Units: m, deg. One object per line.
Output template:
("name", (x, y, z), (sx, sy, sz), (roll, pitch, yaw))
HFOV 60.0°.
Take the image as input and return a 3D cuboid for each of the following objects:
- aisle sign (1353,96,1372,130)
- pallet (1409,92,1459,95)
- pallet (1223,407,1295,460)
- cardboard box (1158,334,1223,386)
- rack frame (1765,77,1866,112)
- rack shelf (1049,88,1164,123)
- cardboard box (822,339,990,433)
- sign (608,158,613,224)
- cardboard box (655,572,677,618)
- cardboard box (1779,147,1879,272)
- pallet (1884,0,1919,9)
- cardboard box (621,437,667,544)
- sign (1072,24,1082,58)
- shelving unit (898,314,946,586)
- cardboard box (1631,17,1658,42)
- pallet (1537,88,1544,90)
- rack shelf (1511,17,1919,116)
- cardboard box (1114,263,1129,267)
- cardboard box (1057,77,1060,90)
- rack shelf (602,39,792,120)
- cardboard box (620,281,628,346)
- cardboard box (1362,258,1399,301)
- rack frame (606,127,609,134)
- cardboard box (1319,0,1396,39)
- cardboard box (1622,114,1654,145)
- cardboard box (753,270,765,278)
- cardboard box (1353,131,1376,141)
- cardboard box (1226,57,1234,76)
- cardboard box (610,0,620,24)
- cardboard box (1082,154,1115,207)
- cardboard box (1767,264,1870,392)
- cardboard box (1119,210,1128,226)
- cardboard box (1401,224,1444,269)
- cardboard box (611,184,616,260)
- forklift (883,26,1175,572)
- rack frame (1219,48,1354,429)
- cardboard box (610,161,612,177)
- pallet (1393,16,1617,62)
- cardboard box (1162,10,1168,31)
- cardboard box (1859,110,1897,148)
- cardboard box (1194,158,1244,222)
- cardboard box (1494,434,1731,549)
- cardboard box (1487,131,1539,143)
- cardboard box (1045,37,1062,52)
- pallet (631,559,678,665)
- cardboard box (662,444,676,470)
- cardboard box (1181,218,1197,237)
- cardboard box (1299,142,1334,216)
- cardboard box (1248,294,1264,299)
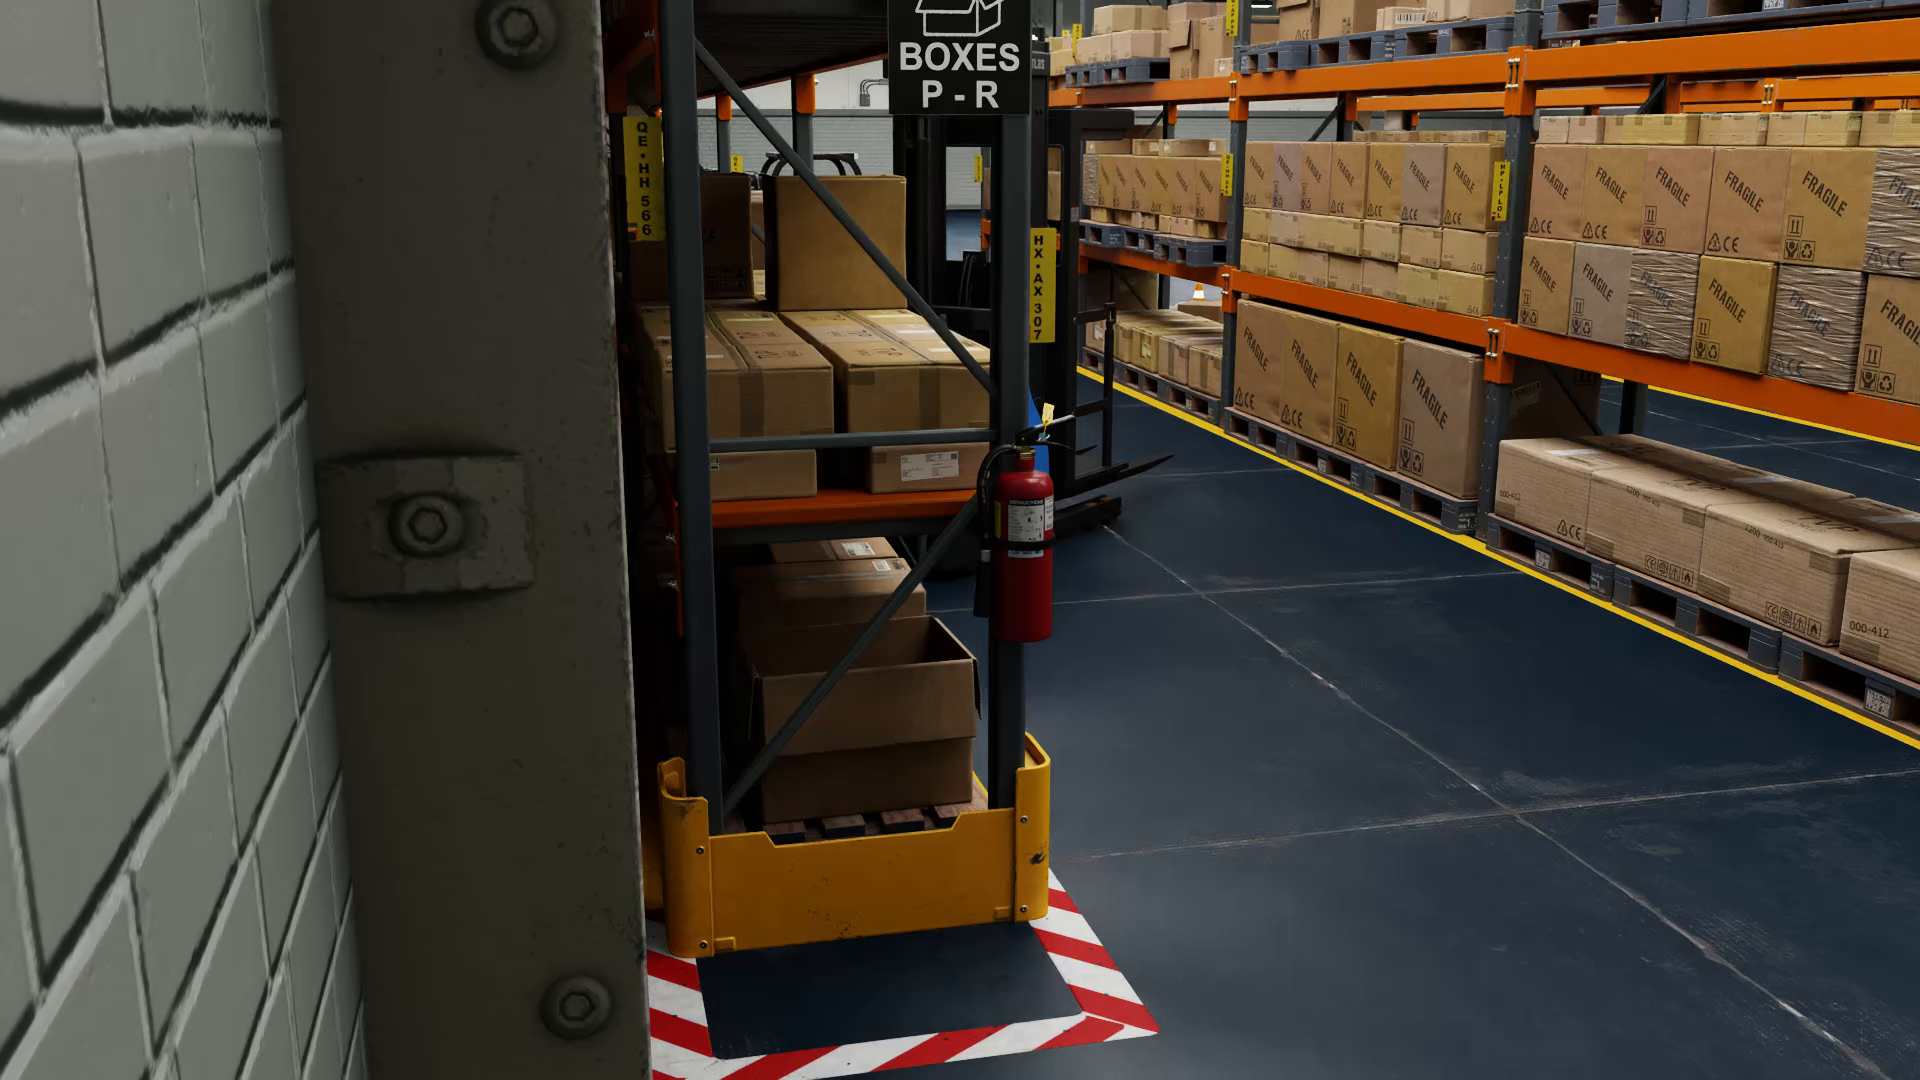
("aisle sign", (5.244, -5.808, 21.902), (0.394, 0.787, 0.004), (-3, 14, -13))
("pallet", (5.736, -5.789, 21.169), (1.003, 0.211, 1.213), (-3, 14, -13))
("pallet", (2.755, -0.860, 13.003), (1.003, 0.211, 1.213), (-3, 14, -13))
("cardboard box", (2.339, -1.629, 14.926), (0.950, 0.372, 0.625), (-4, 14, -14))
("rack frame", (7.431, -2.700, 14.658), (1.000, 3.000, 0.127), (-3, 14, -13))
("rack shelf", (1.234, -4.893, 18.829), (1.077, 0.370, 4.000), (-3, 14, -13))
("cardboard box", (-0.147, -0.469, 5.216), (0.500, 0.250, 0.500), (-3, 14, -13))
("sign", (-1.780, -1.731, 8.253), (0.100, 0.325, 0.005), (-3, 14, -13))
("cardboard box", (-1.214, 0.246, 7.722), (0.380, 0.149, 0.250), (-3, 14, -14))
("cardboard box", (3.913, -1.421, 7.104), (0.500, 0.500, 0.500), (-3, 14, -13))
("pallet", (4.337, -2.140, 6.232), (1.003, 0.211, 1.213), (-3, 14, -13))
("cardboard box", (-1.644, -0.287, 9.164), (0.500, 0.500, 0.500), (-3, 14, -13))
("sign", (1.178, -5.000, 16.662), (0.100, 0.325, 0.005), (-3, 14, -13))
("shelving unit", (-0.452, -0.486, 8.617), (0.431, 1.500, 0.755), (-1, 17, -21))
("cardboard box", (6.750, -4.844, 15.806), (0.500, 0.500, 0.500), (-3, 14, -13))
("pallet", (6.309, -5.226, 18.865), (1.003, 0.211, 1.213), (-3, 14, -13))
("rack shelf", (4.052, -2.124, 7.497), (1.077, 0.370, 4.000), (-3, 14, -13))
("cardboard box", (1.856, -3.055, 18.072), (0.380, 0.149, 0.250), (-3, 14, -12))
("cardboard box", (1.262, -4.896, 17.858), (0.380, 0.149, 0.250), (-4, 14, -15))
("rack shelf", (-1.711, -2.770, 10.138), (1.077, 0.370, 4.000), (-3, 14, -13))
("cardboard box", (-1.263, -1.028, 7.502), (0.500, 0.250, 0.500), (-3, 14, -14))
("cardboard box", (3.014, -1.730, 11.002), (0.500, 0.250, 0.500), (-4, 14, -15))
("rack frame", (-3.120, -3.046, 16.075), (1.000, 3.000, 0.127), (-3, 14, -13))
("cardboard box", (3.060, -3.893, 12.124), (0.700, 0.500, 0.500), (-4, 14, -16))
("cardboard box", (3.580, -2.065, 8.373), (0.380, 0.149, 0.250), (-3, 14, -14))
("cardboard box", (-0.885, -1.168, 8.078), (0.500, 0.250, 0.500), (-3, 14, -12))
("cardboard box", (5.602, -5.055, 21.707), (0.875, 0.550, 0.550), (-3, 14, -13))
("cardboard box", (2.365, -3.797, 13.357), (0.380, 0.149, 0.250), (-3, 14, -13))
("cardboard box", (-1.240, -2.205, 6.842), (0.380, 0.149, 0.250), (-3, 14, -14))
("cardboard box", (1.535, -3.597, 16.605), (0.500, 0.500, 0.500), (-3, 14, -12))
("cardboard box", (3.918, -0.935, 7.224), (0.500, 0.500, 0.500), (-3, 14, -12))
("cardboard box", (1.737, -3.080, 15.856), (0.380, 0.149, 0.250), (-3, 14, -12))
("cardboard box", (3.118, -1.851, 10.446), (0.500, 0.250, 0.500), (-3, 14, -12))
("cardboard box", (-2.212, -2.248, 11.714), (0.500, 0.500, 0.500), (-3, 14, -11))
("forklift", (0.350, -1.546, 10.081), (1.130, 2.935, 3.031), (9, 16, 33))
("rack frame", (2.643, -2.401, 13.434), (1.000, 3.000, 0.127), (-3, 14, -13))
("cardboard box", (-3.489, -3.611, 16.183), (0.380, 0.149, 0.250), (-3, 14, -13))
("pallet", (3.319, -3.051, 10.178), (0.805, 0.209, 1.217), (-4, 14, -15))
("cardboard box", (1.964, -5.028, 16.245), (0.500, 0.250, 0.500), (-3, 14, -12))
("cardboard box", (4.006, -1.713, 6.934), (0.380, 0.149, 0.250), (-3, 14, -14))
("cardboard box", (2.266, -2.887, 13.702), (0.500, 0.500, 0.500), (-4, 14, -15))
("cardboard box", (3.626, -0.287, 9.293), (0.875, 0.438, 0.875), (-3, 14, -14))
("cardboard box", (6.438, -4.307, 18.646), (0.875, 0.550, 0.550), (-3, 14, -13))
("cardboard box", (1.119, -5.280, 17.748), (0.380, 0.149, 0.250), (-3, 14, -12))
("pallet", (-1.081, 0.313, 8.203), (1.003, 0.211, 1.213), (-3, 14, -13))
("cardboard box", (-0.786, -0.335, 5.509), (0.380, 0.149, 0.250), (-4, 14, -15))
("cardboard box", (2.101, -2.659, 14.134), (0.380, 0.149, 0.250), (-3, 14, -14))
("cardboard box", (2.754, -2.574, 11.823), (0.500, 0.500, 0.500), (-3, 14, -12))
("cardboard box", (3.427, -2.583, 17.852), (0.500, 0.500, 0.500), (-3, 14, -13))
